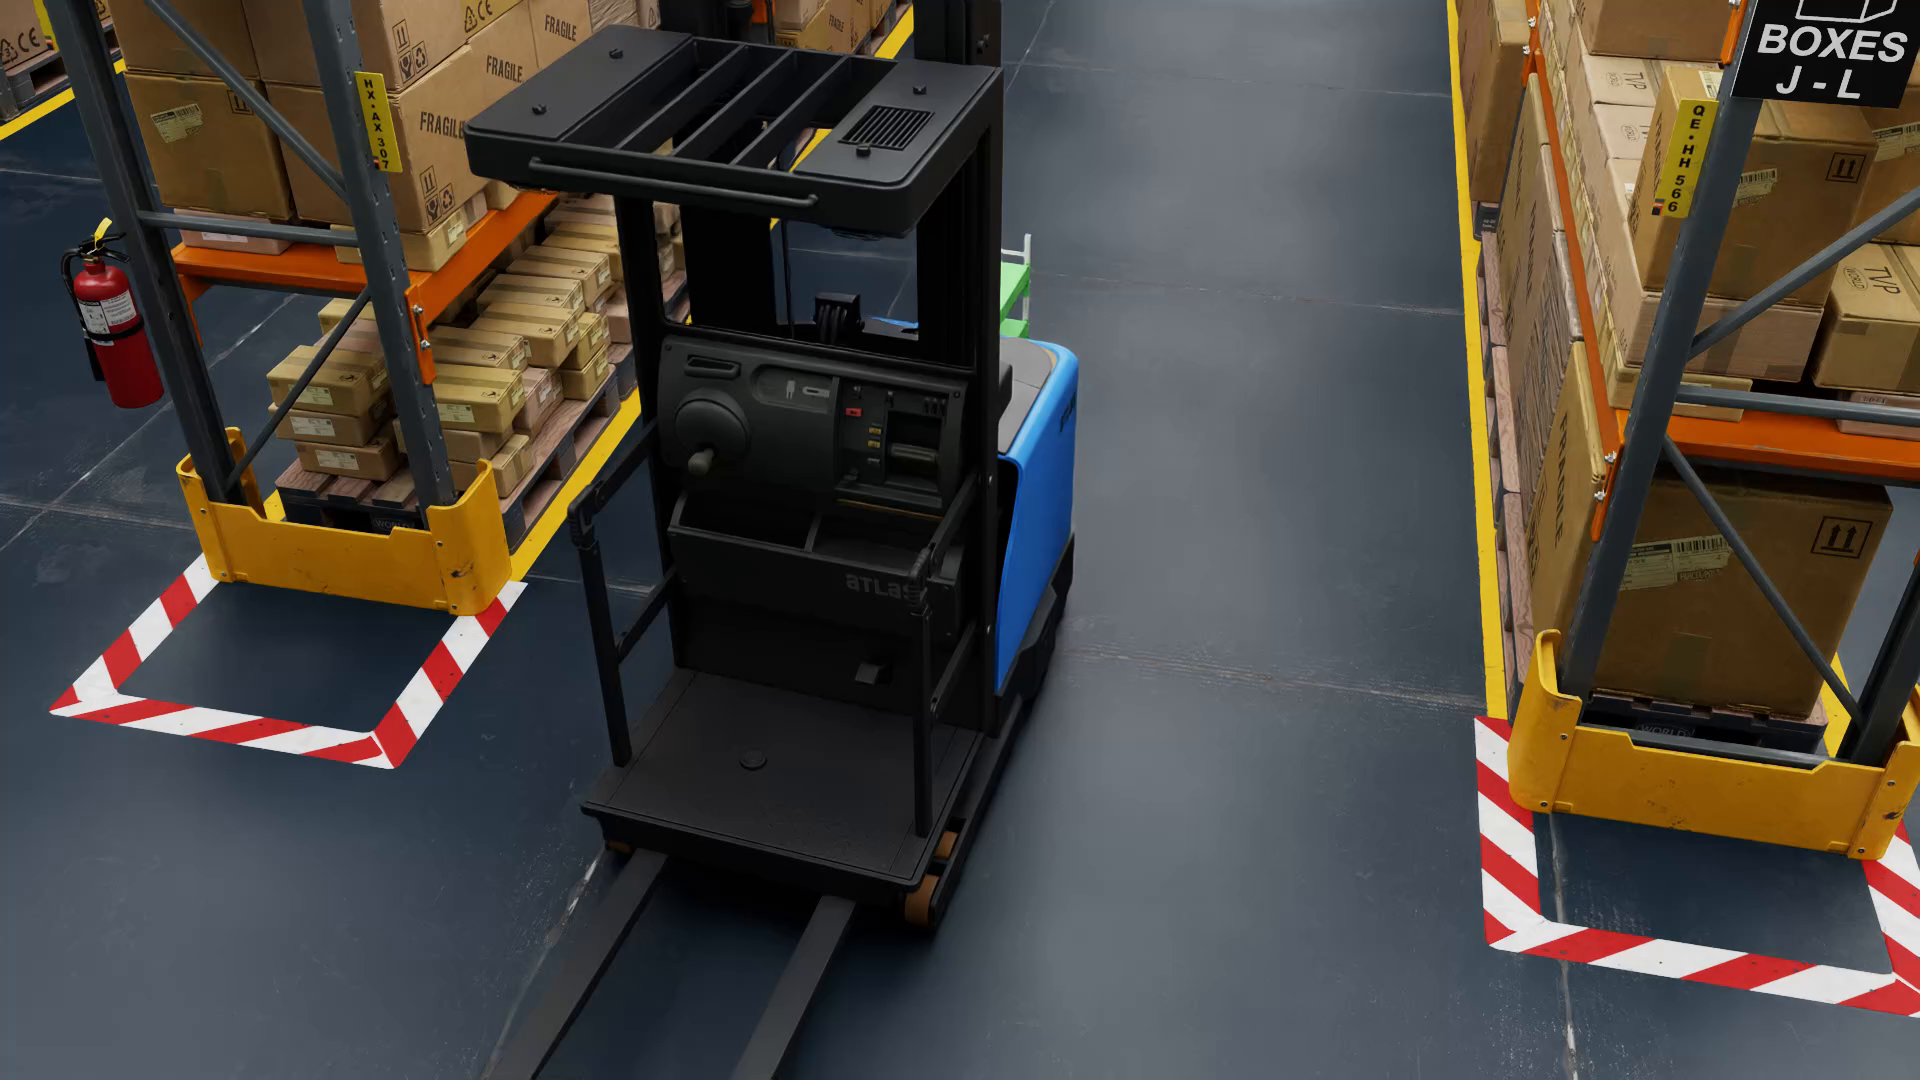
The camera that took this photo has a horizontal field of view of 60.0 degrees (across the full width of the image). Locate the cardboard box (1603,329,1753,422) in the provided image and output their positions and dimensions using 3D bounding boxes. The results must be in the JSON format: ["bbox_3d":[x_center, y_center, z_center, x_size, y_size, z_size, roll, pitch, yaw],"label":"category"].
[{"bbox_3d":[2.198,-0.508,5.108,0.380,0.149,0.250,8,37,11],"label":"cardboard box"}]

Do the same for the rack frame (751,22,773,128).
[{"bbox_3d":[-1.526,-3.337,8.798,1.000,3.000,0.127,7,37,10],"label":"rack frame"}]

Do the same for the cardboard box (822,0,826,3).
[{"bbox_3d":[-0.999,-3.494,10.148,0.500,0.250,0.500,8,37,11],"label":"cardboard box"}]

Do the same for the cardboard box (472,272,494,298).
[{"bbox_3d":[-2.339,-1.115,7.550,0.380,0.149,0.250,8,37,11],"label":"cardboard box"}]

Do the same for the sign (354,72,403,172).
[{"bbox_3d":[-1.850,-1.326,5.286,0.100,0.325,0.005,7,37,10],"label":"sign"}]

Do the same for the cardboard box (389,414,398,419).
[{"bbox_3d":[-2.516,-0.547,7.020,0.380,0.149,0.250,8,37,11],"label":"cardboard box"}]

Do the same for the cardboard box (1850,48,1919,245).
[{"bbox_3d":[2.917,-1.255,5.161,0.500,0.500,0.500,6,36,9],"label":"cardboard box"}]

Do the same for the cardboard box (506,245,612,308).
[{"bbox_3d":[-1.776,-1.170,7.372,0.380,0.149,0.250,9,37,12],"label":"cardboard box"}]

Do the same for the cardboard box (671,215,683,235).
[{"bbox_3d":[-1.553,-1.660,8.302,0.380,0.149,0.250,8,37,11],"label":"cardboard box"}]

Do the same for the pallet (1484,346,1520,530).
[{"bbox_3d":[2.801,-0.400,7.122,1.003,0.211,1.213,7,37,10],"label":"pallet"}]

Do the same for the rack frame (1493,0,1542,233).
[{"bbox_3d":[3.298,-2.657,7.860,1.000,3.000,0.127,7,37,10],"label":"rack frame"}]

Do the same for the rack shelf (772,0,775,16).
[{"bbox_3d":[-1.099,-4.192,10.591,1.077,0.370,4.000,7,37,10],"label":"rack shelf"}]

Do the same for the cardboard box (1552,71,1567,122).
[{"bbox_3d":[2.689,-1.828,6.930,0.380,0.149,0.250,7,36,9],"label":"cardboard box"}]

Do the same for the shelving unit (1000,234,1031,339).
[{"bbox_3d":[0.078,-0.553,6.491,0.258,1.200,0.503,11,37,14],"label":"shelving unit"}]

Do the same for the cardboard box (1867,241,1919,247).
[{"bbox_3d":[2.914,-0.964,5.398,0.500,0.250,0.500,7,37,9],"label":"cardboard box"}]

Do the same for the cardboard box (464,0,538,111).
[{"bbox_3d":[-1.925,-1.737,6.252,0.500,0.500,0.500,7,37,10],"label":"cardboard box"}]

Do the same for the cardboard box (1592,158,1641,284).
[{"bbox_3d":[2.397,-1.025,5.483,0.500,0.250,0.500,7,36,9],"label":"cardboard box"}]

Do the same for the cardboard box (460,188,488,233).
[{"bbox_3d":[-1.977,-1.238,6.115,0.380,0.149,0.250,9,37,12],"label":"cardboard box"}]

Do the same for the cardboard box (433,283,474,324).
[{"bbox_3d":[-2.357,-1.077,7.245,0.380,0.149,0.250,6,36,8],"label":"cardboard box"}]

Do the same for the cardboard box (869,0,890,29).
[{"bbox_3d":[-0.768,-3.775,11.175,0.500,0.500,0.500,6,36,8],"label":"cardboard box"}]

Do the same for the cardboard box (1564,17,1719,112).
[{"bbox_3d":[2.725,-1.898,6.687,0.500,0.250,0.500,8,37,11],"label":"cardboard box"}]

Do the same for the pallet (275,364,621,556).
[{"bbox_3d":[-2.156,-0.419,7.149,1.003,0.211,1.213,7,37,10],"label":"pallet"}]

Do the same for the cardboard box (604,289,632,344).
[{"bbox_3d":[-1.672,-1.046,7.709,0.380,0.149,0.250,6,36,8],"label":"cardboard box"}]

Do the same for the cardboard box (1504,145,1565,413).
[{"bbox_3d":[2.887,-1.082,7.140,0.875,0.875,0.875,7,37,10],"label":"cardboard box"}]

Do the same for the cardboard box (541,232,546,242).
[{"bbox_3d":[-2.157,-1.559,8.163,0.380,0.149,0.250,7,37,10],"label":"cardboard box"}]

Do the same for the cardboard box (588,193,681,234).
[{"bbox_3d":[-1.554,-1.600,7.966,0.380,0.149,0.250,6,36,8],"label":"cardboard box"}]

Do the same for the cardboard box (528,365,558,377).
[{"bbox_3d":[-1.938,-0.749,7.046,0.380,0.149,0.250,8,37,11],"label":"cardboard box"}]

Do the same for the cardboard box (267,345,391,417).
[{"bbox_3d":[-2.515,-0.635,6.635,0.380,0.149,0.250,8,37,11],"label":"cardboard box"}]

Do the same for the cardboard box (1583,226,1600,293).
[{"bbox_3d":[2.361,-0.944,5.711,0.380,0.149,0.250,8,37,11],"label":"cardboard box"}]

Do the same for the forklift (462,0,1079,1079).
[{"bbox_3d":[-0.499,-0.266,4.619,1.130,2.935,3.031,11,37,14],"label":"forklift"}]

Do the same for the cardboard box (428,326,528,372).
[{"bbox_3d":[-1.995,-0.731,6.767,0.380,0.149,0.250,8,37,11],"label":"cardboard box"}]

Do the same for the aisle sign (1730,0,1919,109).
[{"bbox_3d":[2.135,-1.413,3.928,0.394,0.787,0.004,7,37,10],"label":"aisle sign"}]

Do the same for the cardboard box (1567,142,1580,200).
[{"bbox_3d":[2.525,-1.384,6.317,0.380,0.149,0.250,8,37,11],"label":"cardboard box"}]

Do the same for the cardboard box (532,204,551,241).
[{"bbox_3d":[-2.161,-1.529,7.868,0.380,0.149,0.250,7,37,10],"label":"cardboard box"}]

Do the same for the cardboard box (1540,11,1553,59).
[{"bbox_3d":[2.854,-2.277,7.549,0.380,0.149,0.250,6,36,8],"label":"cardboard box"}]

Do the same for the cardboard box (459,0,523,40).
[{"bbox_3d":[-1.924,-2.123,5.933,0.500,0.500,0.500,8,37,11],"label":"cardboard box"}]

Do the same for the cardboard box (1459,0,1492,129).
[{"bbox_3d":[3.605,-2.849,9.577,1.225,0.875,0.875,6,36,8],"label":"cardboard box"}]

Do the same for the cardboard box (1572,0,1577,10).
[{"bbox_3d":[2.833,-2.496,6.874,0.500,0.500,0.500,7,37,10],"label":"cardboard box"}]

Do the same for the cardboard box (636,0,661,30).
[{"bbox_3d":[-1.573,-2.602,7.446,0.500,0.500,0.500,7,37,10],"label":"cardboard box"}]

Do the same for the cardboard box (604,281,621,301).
[{"bbox_3d":[-1.796,-1.207,7.678,0.380,0.149,0.250,9,37,12],"label":"cardboard box"}]

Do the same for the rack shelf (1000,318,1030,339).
[{"bbox_3d":[0.078,-0.696,6.387,0.258,0.148,0.480,11,37,14],"label":"rack shelf"}]

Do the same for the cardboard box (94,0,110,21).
[{"bbox_3d":[-6.144,-4.093,11.294,0.875,0.875,0.875,8,37,11],"label":"cardboard box"}]

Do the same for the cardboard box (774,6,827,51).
[{"bbox_3d":[-1.109,-2.885,9.947,0.500,0.500,0.500,9,37,12],"label":"cardboard box"}]

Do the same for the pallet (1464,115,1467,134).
[{"bbox_3d":[3.648,-2.681,10.270,1.003,0.211,1.213,7,37,10],"label":"pallet"}]

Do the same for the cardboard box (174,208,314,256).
[{"bbox_3d":[-2.587,-1.164,6.014,0.380,0.149,0.250,7,37,10],"label":"cardboard box"}]

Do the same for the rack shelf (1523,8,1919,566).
[{"bbox_3d":[2.871,-1.219,6.489,1.077,0.370,4.000,7,37,10],"label":"rack shelf"}]

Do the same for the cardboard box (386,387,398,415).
[{"bbox_3d":[-2.438,-0.661,6.924,0.380,0.149,0.250,6,36,9],"label":"cardboard box"}]

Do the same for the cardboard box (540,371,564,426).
[{"bbox_3d":[-1.933,-0.623,7.125,0.380,0.149,0.250,8,37,10],"label":"cardboard box"}]

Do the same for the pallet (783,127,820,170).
[{"bbox_3d":[-1.361,-2.654,10.232,1.003,0.211,1.213,7,37,10],"label":"pallet"}]

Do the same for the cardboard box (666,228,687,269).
[{"bbox_3d":[-1.498,-1.491,8.323,0.380,0.149,0.250,7,37,10],"label":"cardboard box"}]
